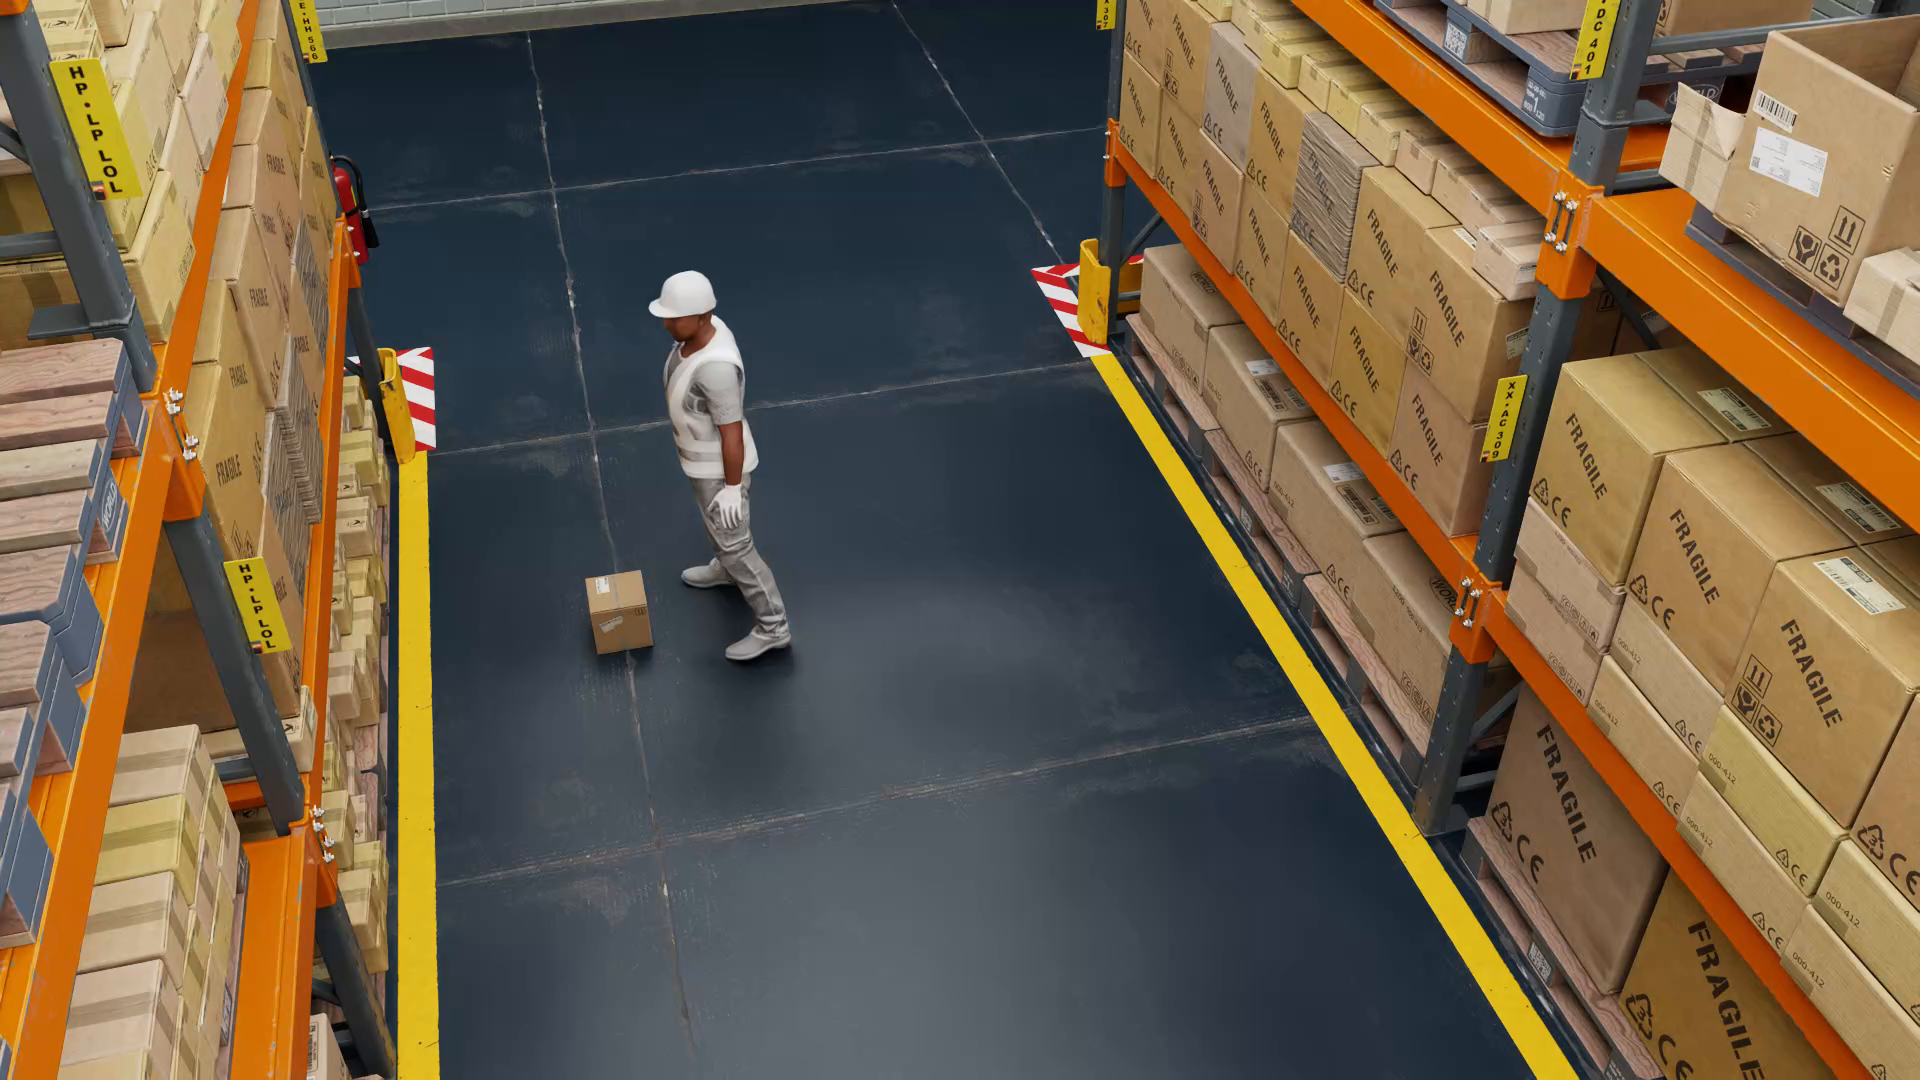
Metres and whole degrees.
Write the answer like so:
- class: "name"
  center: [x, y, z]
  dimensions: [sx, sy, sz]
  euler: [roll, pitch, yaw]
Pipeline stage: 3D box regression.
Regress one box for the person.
- class: "person"
  center: [-1.038, -0.353, 7.160]
  dimensions: [0.428, 1.788, 0.708]
  euler: [-9, 39, -11]
